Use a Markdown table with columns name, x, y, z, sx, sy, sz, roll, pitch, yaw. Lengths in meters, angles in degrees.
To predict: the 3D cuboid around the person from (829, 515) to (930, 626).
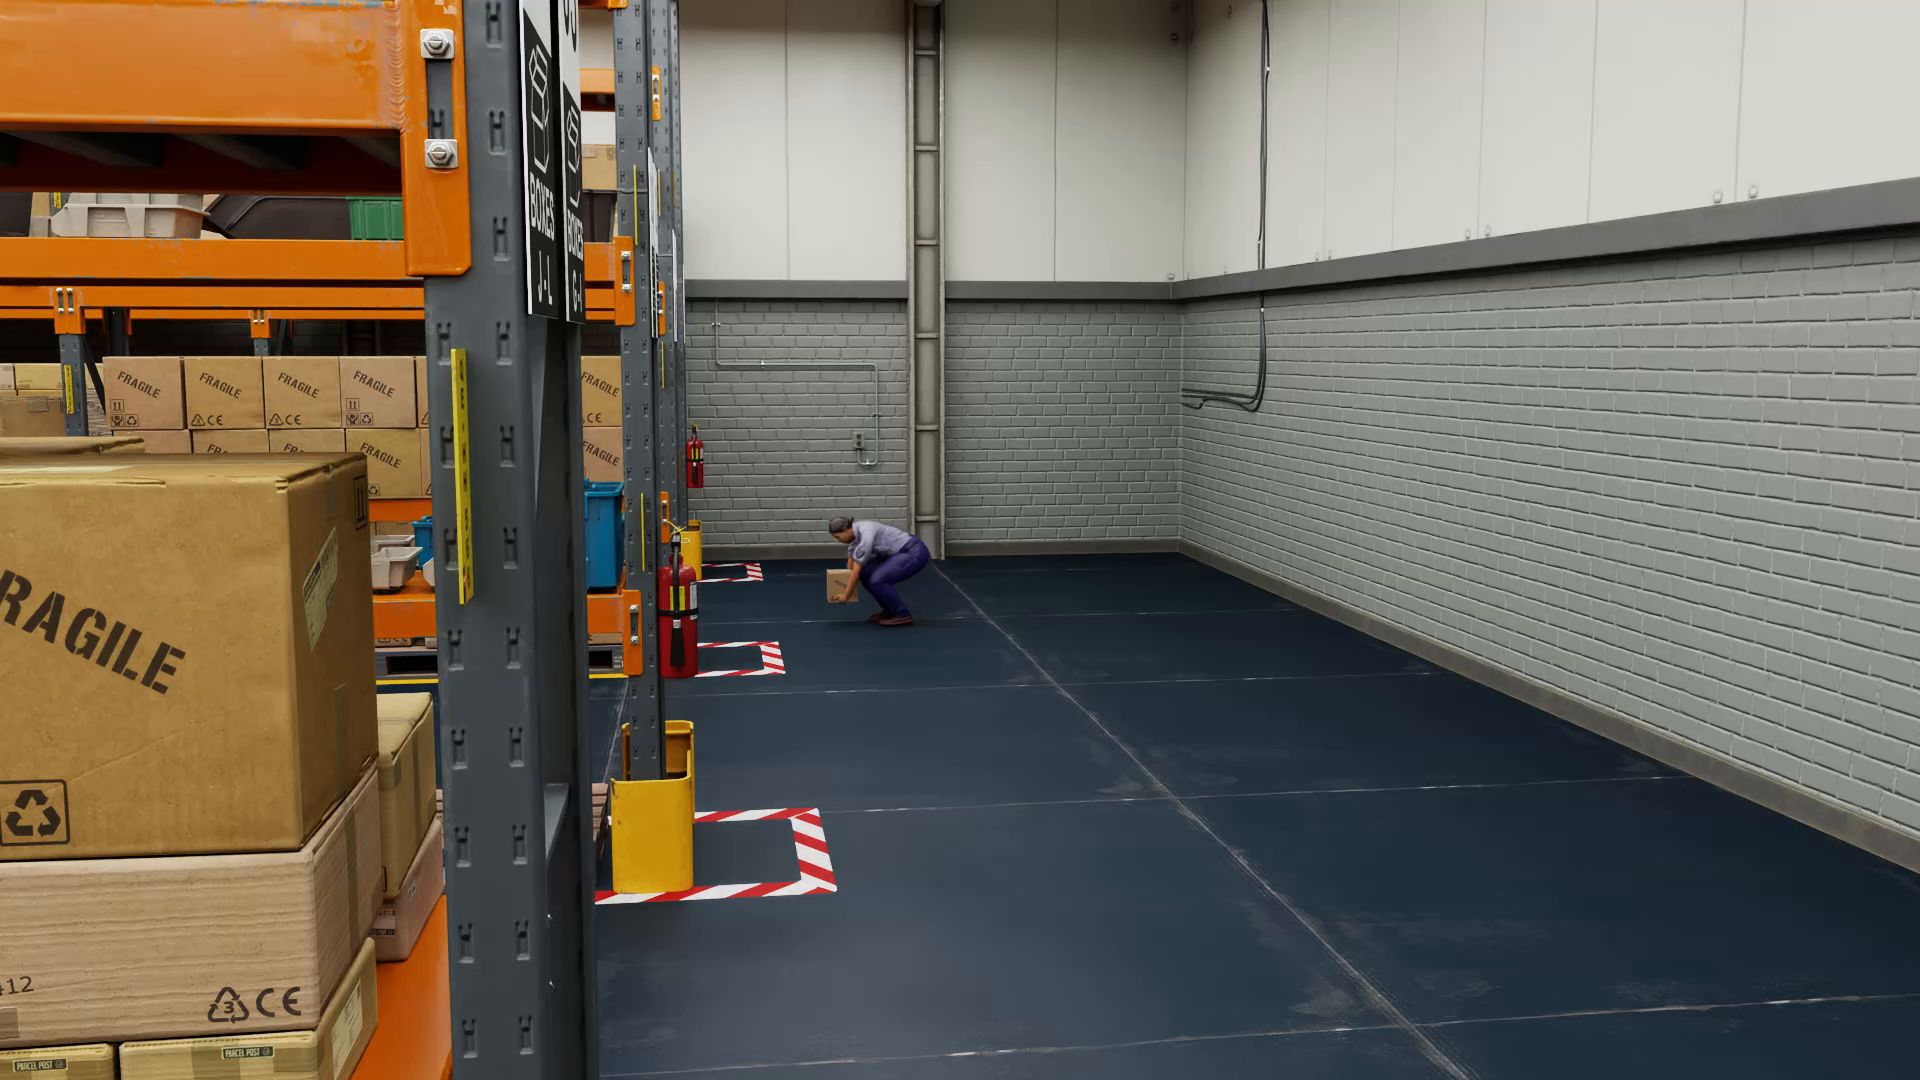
| name | x | y | z | sx | sy | sz | roll | pitch | yaw |
| --- | --- | --- | --- | --- | --- | --- | --- | --- | --- |
| person | -0.696 | 0.253 | 14.314 | 0.866 | 0.945 | 0.514 | -1 | 7 | -11 |
